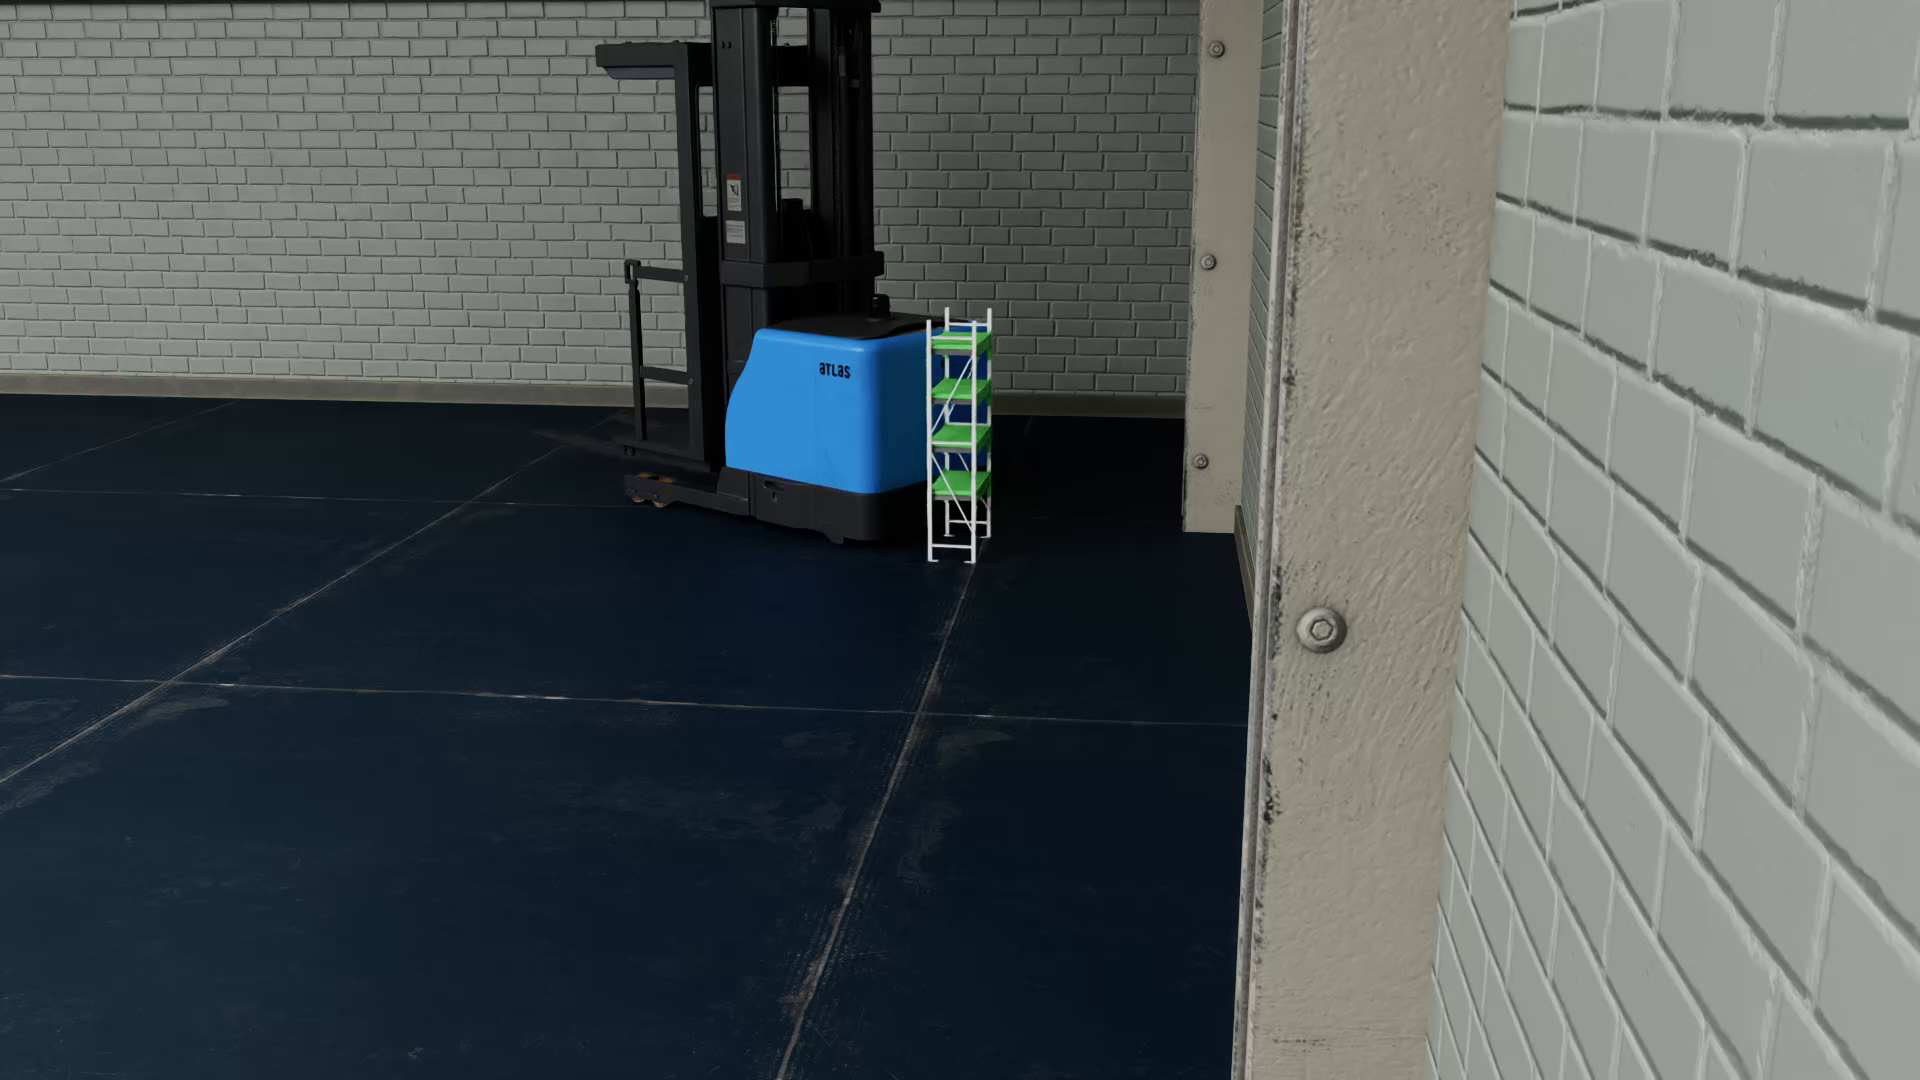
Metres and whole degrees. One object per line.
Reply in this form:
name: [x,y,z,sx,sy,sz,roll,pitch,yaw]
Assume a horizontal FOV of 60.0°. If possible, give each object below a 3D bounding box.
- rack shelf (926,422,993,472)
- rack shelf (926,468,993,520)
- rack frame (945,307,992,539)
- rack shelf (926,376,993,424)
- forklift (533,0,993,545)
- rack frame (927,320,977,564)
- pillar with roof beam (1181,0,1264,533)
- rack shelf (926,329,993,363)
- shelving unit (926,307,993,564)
rack shelf: [0.002,-0.469,8.343,0.258,0.148,0.480,3,15,9]
rack shelf: [0.002,-0.237,8.406,0.258,0.148,0.480,3,15,9]
rack frame: [0.043,-0.594,8.559,0.240,1.200,0.015,3,15,9]
rack shelf: [0.002,-0.701,8.281,0.258,0.148,0.480,3,15,9]
forklift: [-1.274,-1.687,9.287,3.031,2.935,1.130,12,19,38]
rack frame: [-0.040,-0.468,8.094,0.240,1.200,0.015,3,15,9]
pillar with roof beam: [-2.920,-4.563,8.296,9.100,9.000,0.400,2,15,6]
rack shelf: [0.002,-0.933,8.218,0.258,0.148,0.480,3,15,9]
shelving unit: [0.002,-0.531,8.327,0.258,1.200,0.503,3,15,9]
